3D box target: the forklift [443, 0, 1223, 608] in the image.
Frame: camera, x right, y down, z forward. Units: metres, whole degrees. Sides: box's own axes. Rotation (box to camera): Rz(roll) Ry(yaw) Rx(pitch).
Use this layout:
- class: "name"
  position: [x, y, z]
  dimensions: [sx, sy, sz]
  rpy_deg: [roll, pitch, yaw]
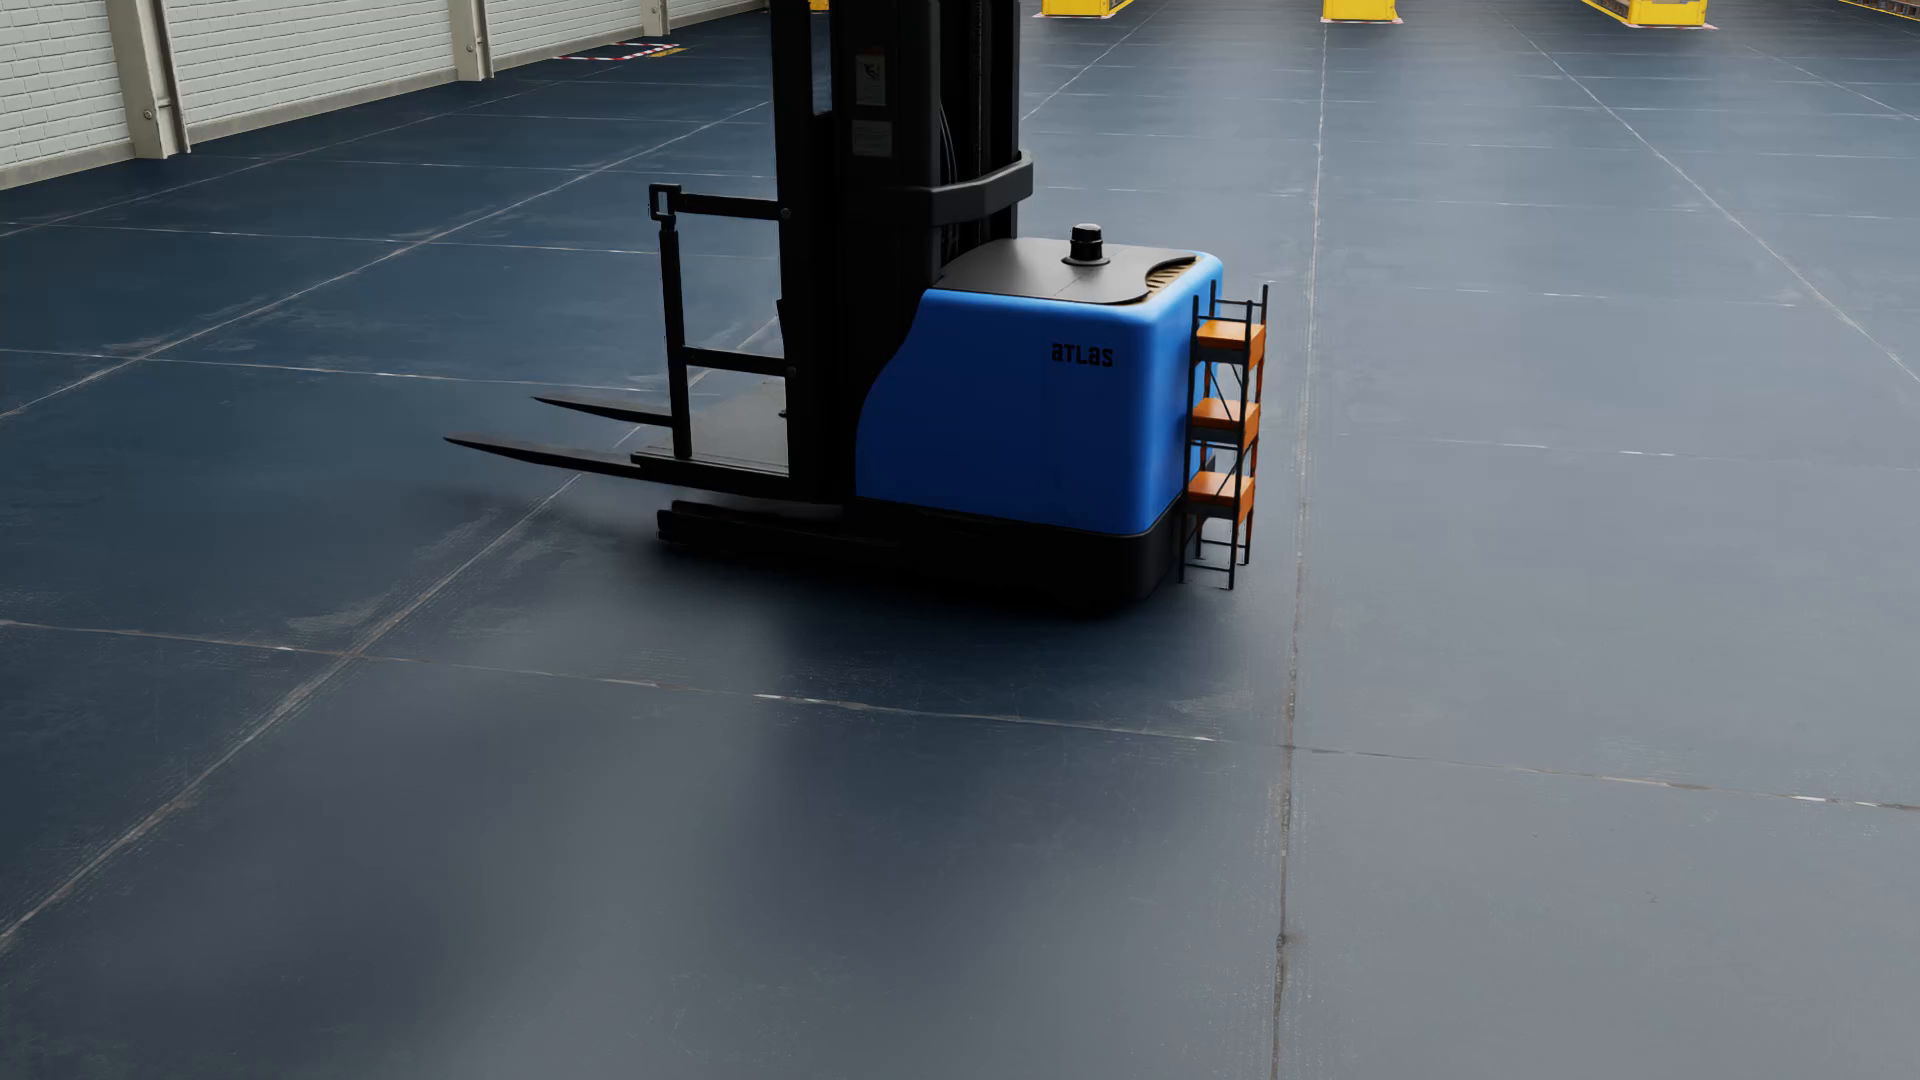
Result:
- class: "forklift"
  position: [-0.590, -1.467, 6.074]
  dimensions: [3.031, 2.935, 1.130]
  rpy_deg: [9, 24, 21]

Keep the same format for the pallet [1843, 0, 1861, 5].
- class: "pallet"
  position: [17.734, -10.473, 32.075]
  dimensions: [1.003, 0.211, 1.213]
  rpy_deg: [4, 22, 11]

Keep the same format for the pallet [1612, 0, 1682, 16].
- class: "pallet"
  position: [12.219, -9.457, 29.552]
  dimensions: [1.003, 0.211, 1.213]
  rpy_deg: [4, 22, 11]

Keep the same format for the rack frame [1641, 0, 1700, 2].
- class: "rack frame"
  position: [11.752, -9.983, 27.126]
  dimensions: [1.000, 3.000, 0.127]
  rpy_deg: [4, 22, 11]

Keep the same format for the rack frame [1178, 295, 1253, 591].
- class: "rack frame"
  position: [0.878, -0.321, 5.744]
  dimensions: [0.200, 1.050, 0.008]
  rpy_deg: [9, 23, 20]

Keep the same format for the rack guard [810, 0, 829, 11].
- class: "rack guard"
  position: [-2.780, -9.984, 30.475]
  dimensions: [1.175, 0.500, 0.348]
  rpy_deg: [4, 22, 11]

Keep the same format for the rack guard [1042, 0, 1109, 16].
- class: "rack guard"
  position: [2.050, -9.571, 29.450]
  dimensions: [1.175, 0.500, 0.348]
  rpy_deg: [4, 22, 11]

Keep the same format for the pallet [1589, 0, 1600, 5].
- class: "pallet"
  position: [12.726, -10.437, 31.987]
  dimensions: [1.003, 0.211, 1.213]
  rpy_deg: [4, 22, 11]

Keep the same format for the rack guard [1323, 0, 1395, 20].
- class: "rack guard"
  position: [6.873, -9.233, 28.609]
  dimensions: [1.175, 0.500, 0.348]
  rpy_deg: [4, 22, 11]

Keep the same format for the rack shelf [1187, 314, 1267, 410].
- class: "rack shelf"
  position: [0.923, -0.616, 5.747]
  dimensions: [0.215, 0.259, 0.240]
  rpy_deg: [9, 23, 20]

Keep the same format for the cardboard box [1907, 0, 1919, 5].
- class: "cardboard box"
  position: [17.026, -9.686, 28.669]
  dimensions: [0.875, 0.875, 0.875]
  rpy_deg: [5, 22, 11]

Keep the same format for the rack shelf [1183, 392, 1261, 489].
- class: "rack shelf"
  position: [0.923, -0.353, 5.853]
  dimensions: [0.215, 0.259, 0.240]
  rpy_deg: [9, 23, 20]

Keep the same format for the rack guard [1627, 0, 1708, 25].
- class: "rack guard"
  position: [11.768, -8.851, 27.662]
  dimensions: [1.175, 0.500, 0.348]
  rpy_deg: [4, 22, 11]

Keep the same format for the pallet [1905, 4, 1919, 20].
- class: "pallet"
  position: [16.925, -9.018, 28.462]
  dimensions: [1.003, 0.211, 1.213]
  rpy_deg: [4, 22, 11]

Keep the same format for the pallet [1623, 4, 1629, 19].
- class: "pallet"
  position: [11.968, -9.012, 28.447]
  dimensions: [1.003, 0.211, 1.213]
  rpy_deg: [4, 22, 11]

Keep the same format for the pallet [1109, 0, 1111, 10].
- class: "pallet"
  position: [2.170, -9.729, 30.228]
  dimensions: [1.003, 0.211, 1.213]
  rpy_deg: [4, 22, 11]

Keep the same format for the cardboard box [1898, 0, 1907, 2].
- class: "cardboard box"
  position: [17.207, -10.015, 29.489]
  dimensions: [0.875, 0.875, 0.875]
  rpy_deg: [5, 22, 12]

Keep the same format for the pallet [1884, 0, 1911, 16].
- class: "pallet"
  position: [17.172, -9.465, 29.573]
  dimensions: [1.003, 0.211, 1.213]
  rpy_deg: [4, 22, 11]

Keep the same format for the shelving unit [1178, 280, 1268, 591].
- class: "shelving unit"
  position: [0.923, -0.363, 5.849]
  dimensions: [0.215, 1.050, 0.252]
  rpy_deg: [9, 23, 20]

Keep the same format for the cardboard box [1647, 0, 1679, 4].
- class: "cardboard box"
  position: [11.896, -9.246, 28.079]
  dimensions: [0.500, 0.500, 0.500]
  rpy_deg: [9, 24, 21]

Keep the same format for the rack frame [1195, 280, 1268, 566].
- class: "rack frame"
  position: [0.969, -0.405, 5.954]
  dimensions: [0.200, 1.050, 0.008]
  rpy_deg: [9, 23, 20]

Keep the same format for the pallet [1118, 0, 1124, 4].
- class: "pallet"
  position: [2.668, -10.621, 32.444]
  dimensions: [1.003, 0.211, 1.213]
  rpy_deg: [4, 22, 11]

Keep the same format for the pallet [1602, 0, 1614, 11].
- class: "pallet"
  position: [12.466, -9.904, 30.663]
  dimensions: [1.003, 0.211, 1.213]
  rpy_deg: [4, 22, 11]

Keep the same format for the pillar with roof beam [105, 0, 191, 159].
- class: "pillar with roof beam"
  position: [-2.958, -7.309, 12.457]
  dimensions: [9.100, 9.000, 0.400]
  rpy_deg: [4, 22, 11]

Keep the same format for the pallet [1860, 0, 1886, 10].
- class: "pallet"
  position: [17.487, -10.025, 30.964]
  dimensions: [1.003, 0.211, 1.213]
  rpy_deg: [4, 22, 11]

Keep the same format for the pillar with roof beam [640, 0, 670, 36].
- class: "pillar with roof beam"
  position: [-0.509, -11.698, 23.354]
  dimensions: [9.100, 9.000, 0.400]
  rpy_deg: [4, 22, 11]

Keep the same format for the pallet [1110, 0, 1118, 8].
- class: "pallet"
  position: [2.421, -10.174, 31.333]
  dimensions: [1.003, 0.211, 1.213]
  rpy_deg: [4, 22, 11]

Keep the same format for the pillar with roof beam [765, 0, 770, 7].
- class: "pillar with roof beam"
  position: [0.715, -13.892, 28.803]
  dimensions: [9.100, 9.000, 0.400]
  rpy_deg: [4, 22, 11]

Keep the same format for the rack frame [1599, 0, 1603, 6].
- class: "rack frame"
  position: [12.569, -11.446, 30.759]
  dimensions: [1.000, 3.000, 0.127]
  rpy_deg: [4, 22, 11]

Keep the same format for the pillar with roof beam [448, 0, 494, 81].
- class: "pillar with roof beam"
  position: [-1.733, -9.504, 17.906]
  dimensions: [9.100, 9.000, 0.400]
  rpy_deg: [4, 22, 11]

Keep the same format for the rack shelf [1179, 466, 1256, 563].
- class: "rack shelf"
  position: [0.923, -0.095, 5.957]
  dimensions: [0.215, 0.259, 0.240]
  rpy_deg: [9, 23, 20]
